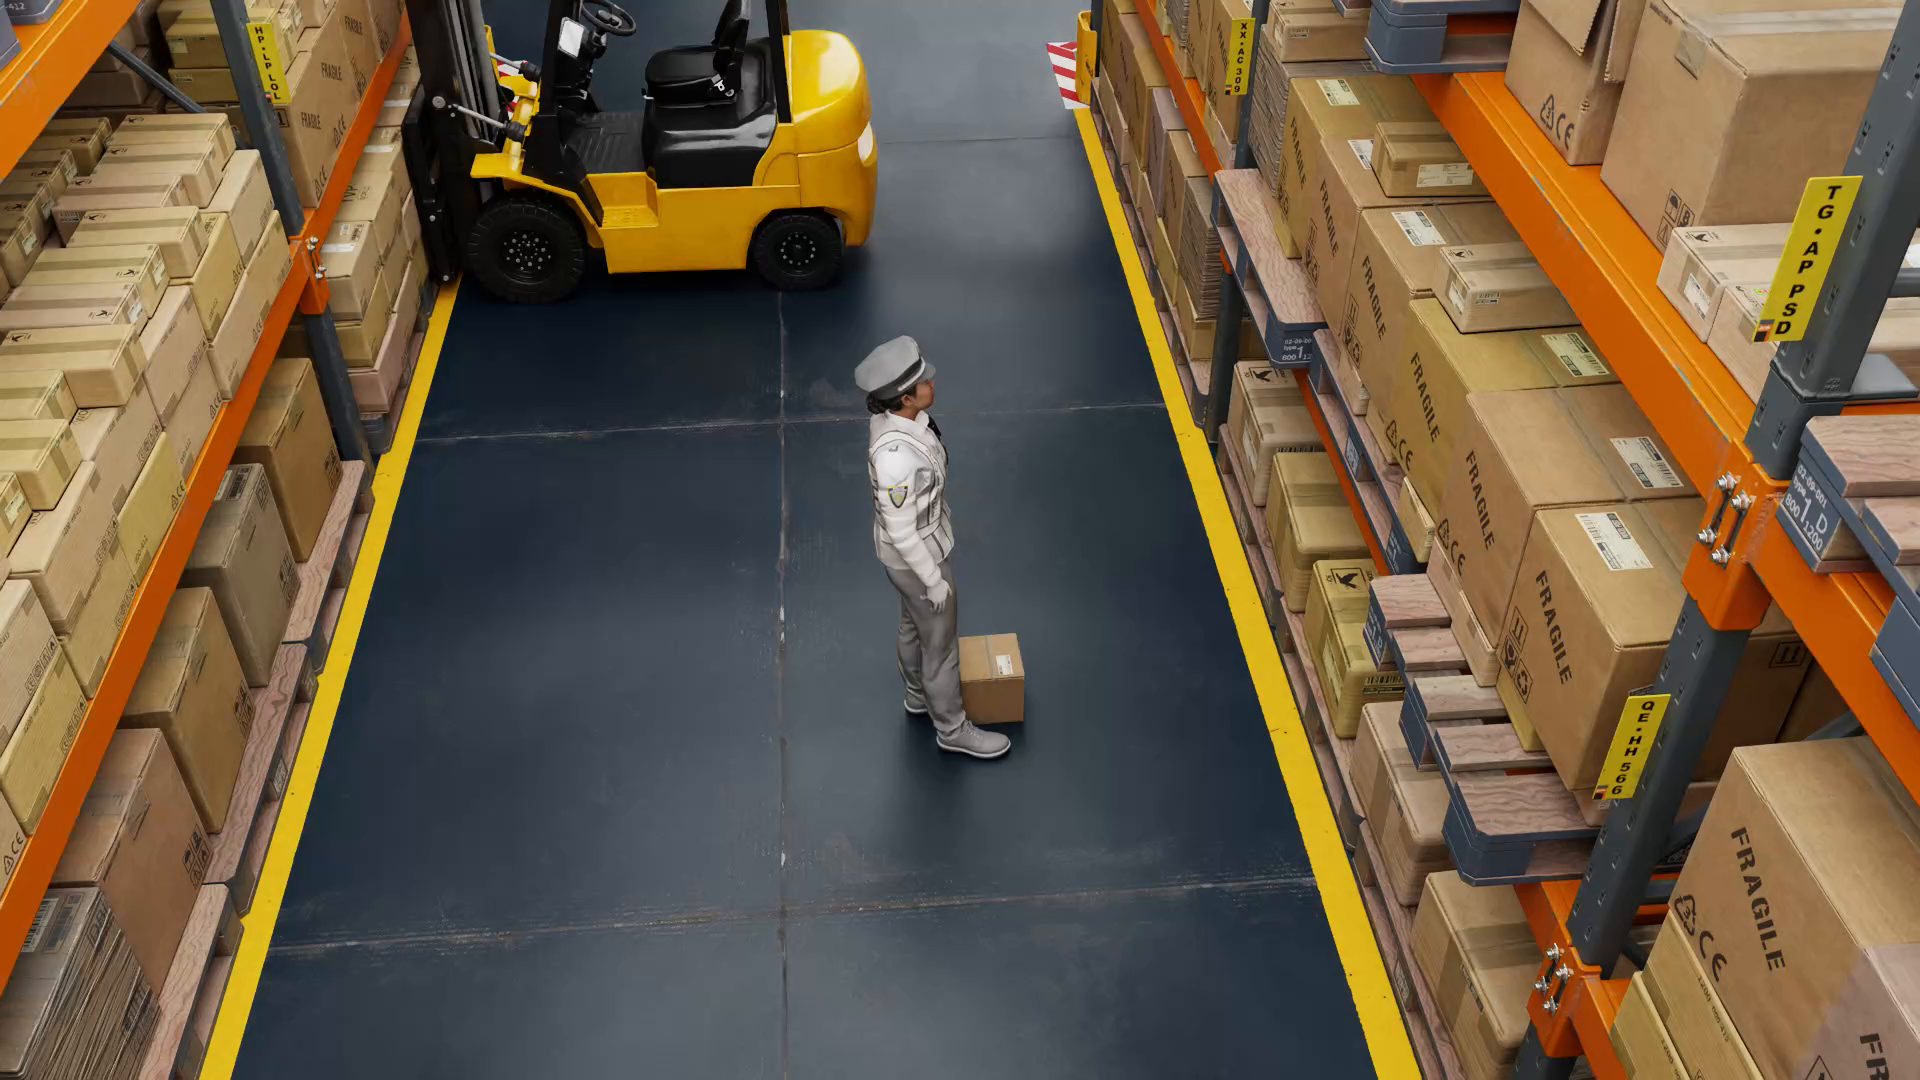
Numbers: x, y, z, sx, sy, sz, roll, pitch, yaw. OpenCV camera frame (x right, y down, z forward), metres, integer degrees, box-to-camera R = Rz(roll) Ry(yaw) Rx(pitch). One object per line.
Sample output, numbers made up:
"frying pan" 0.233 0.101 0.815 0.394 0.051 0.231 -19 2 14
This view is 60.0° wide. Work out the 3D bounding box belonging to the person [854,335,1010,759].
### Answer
"person" -0.089 0.018 6.092 0.531 1.695 0.586 -3 39 -4
